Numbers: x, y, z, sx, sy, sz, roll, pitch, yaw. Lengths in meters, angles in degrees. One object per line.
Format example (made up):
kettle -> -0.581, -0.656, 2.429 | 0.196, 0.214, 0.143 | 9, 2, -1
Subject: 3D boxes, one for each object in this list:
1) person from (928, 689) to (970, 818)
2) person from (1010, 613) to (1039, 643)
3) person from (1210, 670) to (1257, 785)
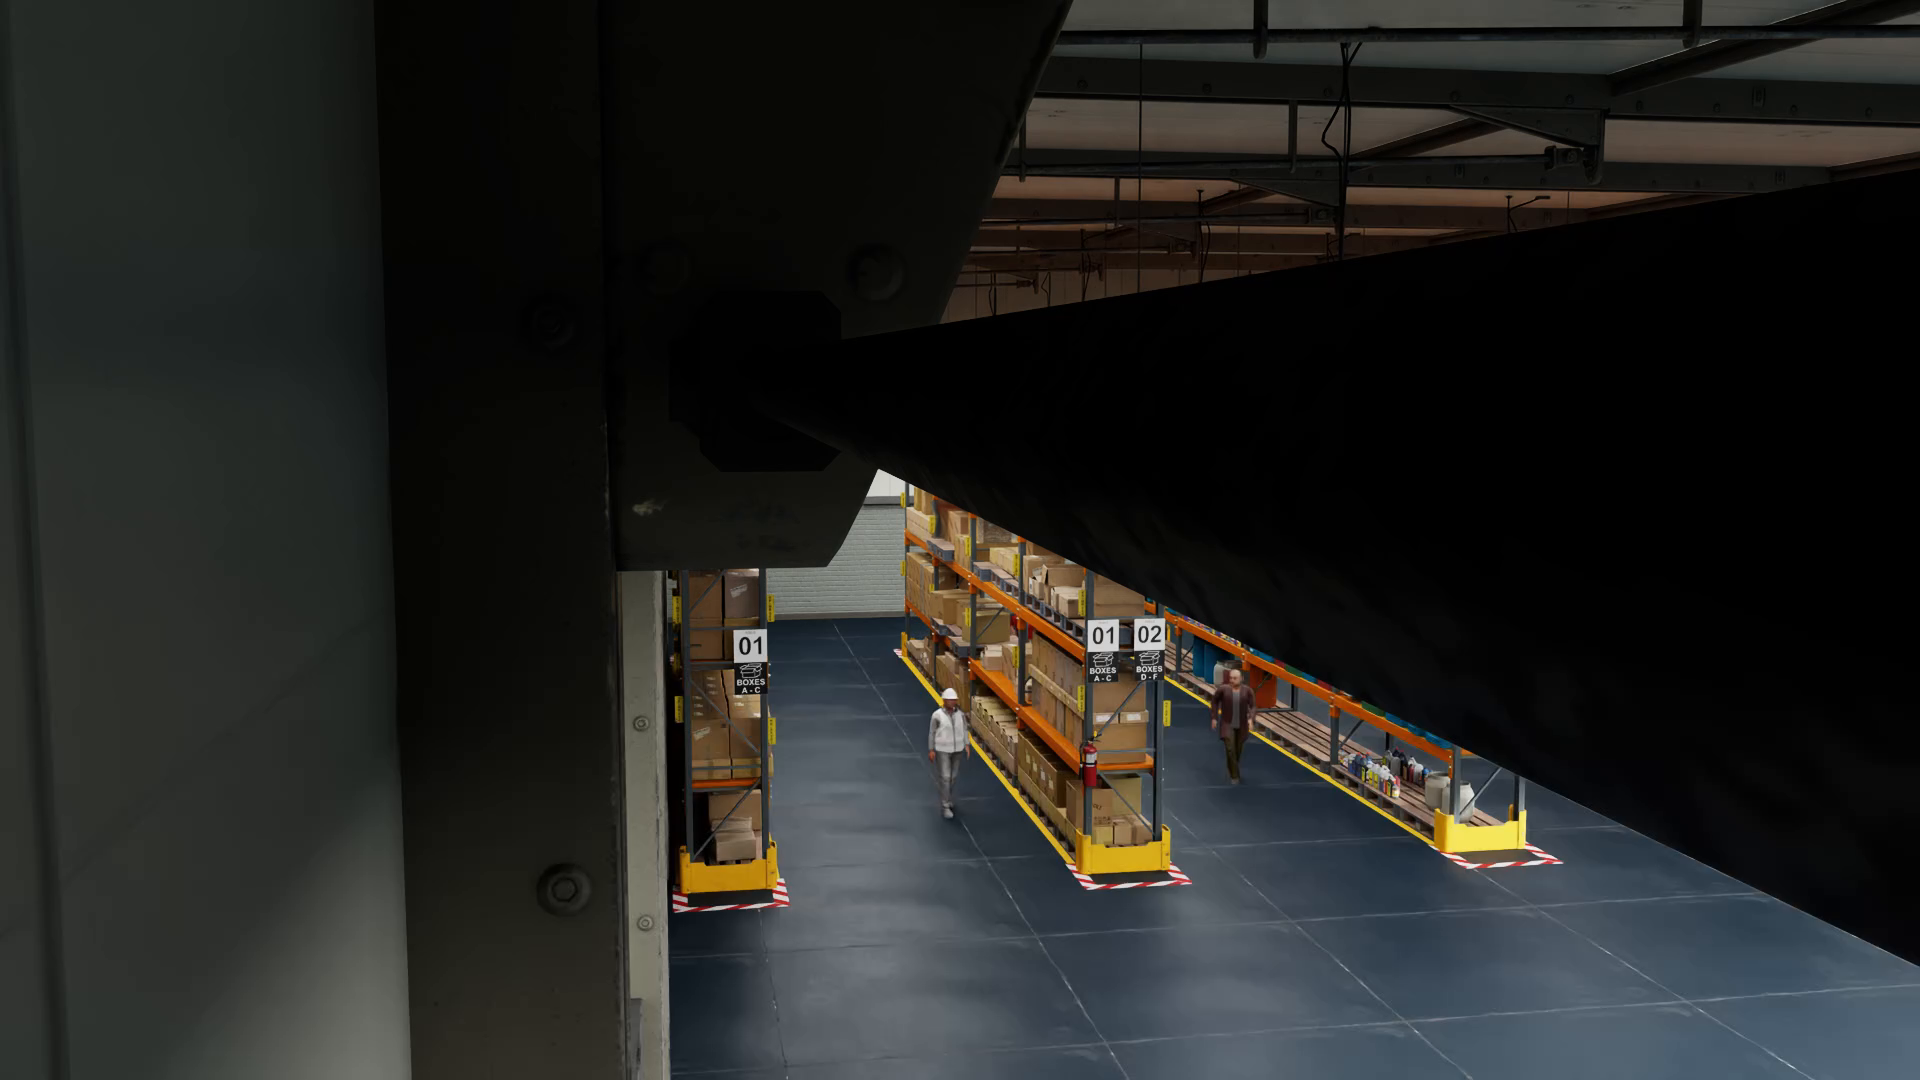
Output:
person -> -0.117, 2.997, 23.645 | 0.576, 1.744, 0.809 | -3, 7, -29
person -> 1.327, 1.976, 33.248 | 0.709, 1.598, 0.734 | 0, 6, -3
person -> 4.195, 2.882, 25.489 | 0.678, 1.837, 0.879 | 0, 6, -1
